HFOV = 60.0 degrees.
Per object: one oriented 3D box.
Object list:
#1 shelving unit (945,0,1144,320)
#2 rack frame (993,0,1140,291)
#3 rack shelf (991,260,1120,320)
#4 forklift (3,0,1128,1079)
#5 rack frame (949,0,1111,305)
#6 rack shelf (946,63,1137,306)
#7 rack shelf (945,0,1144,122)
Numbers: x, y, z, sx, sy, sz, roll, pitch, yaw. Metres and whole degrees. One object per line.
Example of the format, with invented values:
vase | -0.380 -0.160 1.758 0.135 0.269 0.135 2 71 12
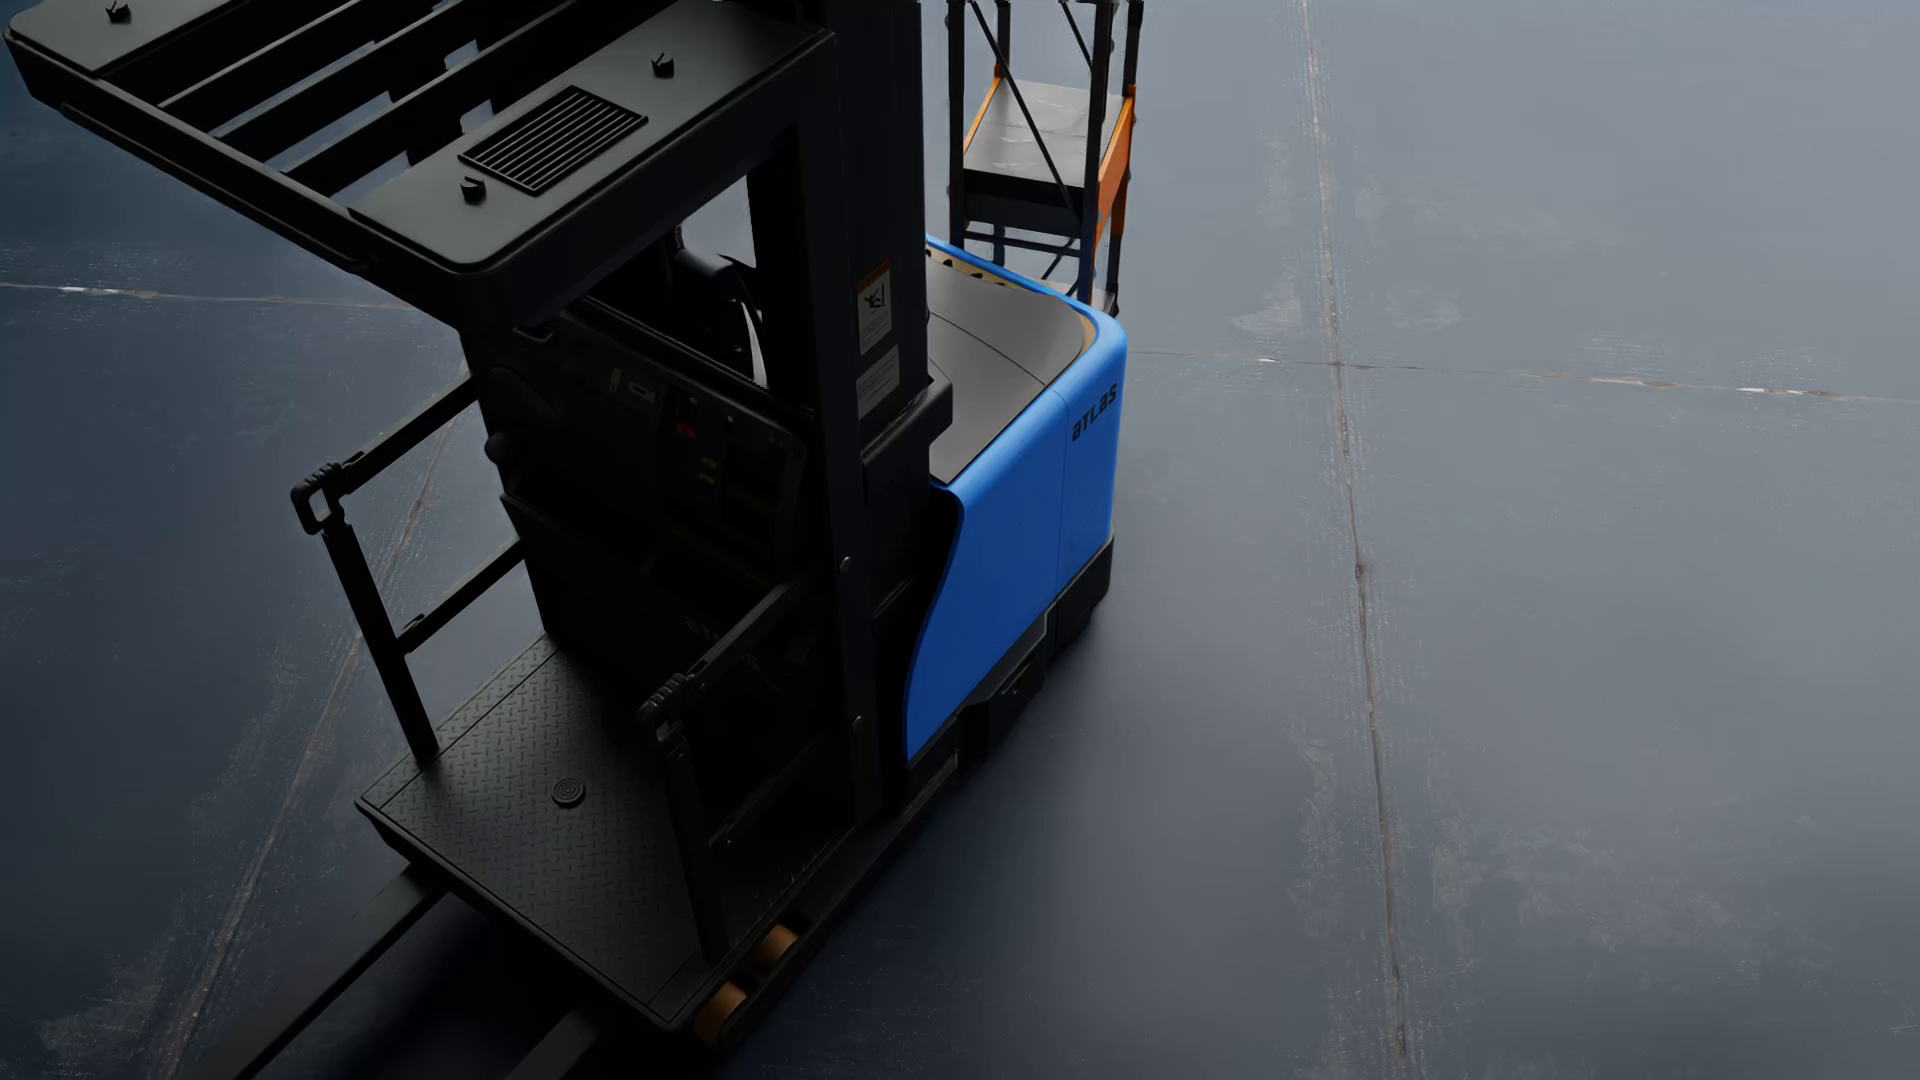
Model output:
shelving unit | 0.233 -0.982 4.726 0.431 2.100 0.503 12 49 10
rack frame | 0.299 -1.156 4.884 0.400 2.100 0.015 12 49 10
rack shelf | 0.233 -0.501 5.252 0.431 0.518 0.480 12 49 10
forklift | -0.814 -0.151 3.402 1.130 2.935 3.031 28 53 23
rack frame | 0.167 -0.809 4.567 0.400 2.100 0.015 12 49 10
rack shelf | 0.233 -0.973 4.736 0.431 0.518 0.480 12 49 10
rack shelf | 0.233 -1.446 4.219 0.431 0.518 0.480 12 49 10
